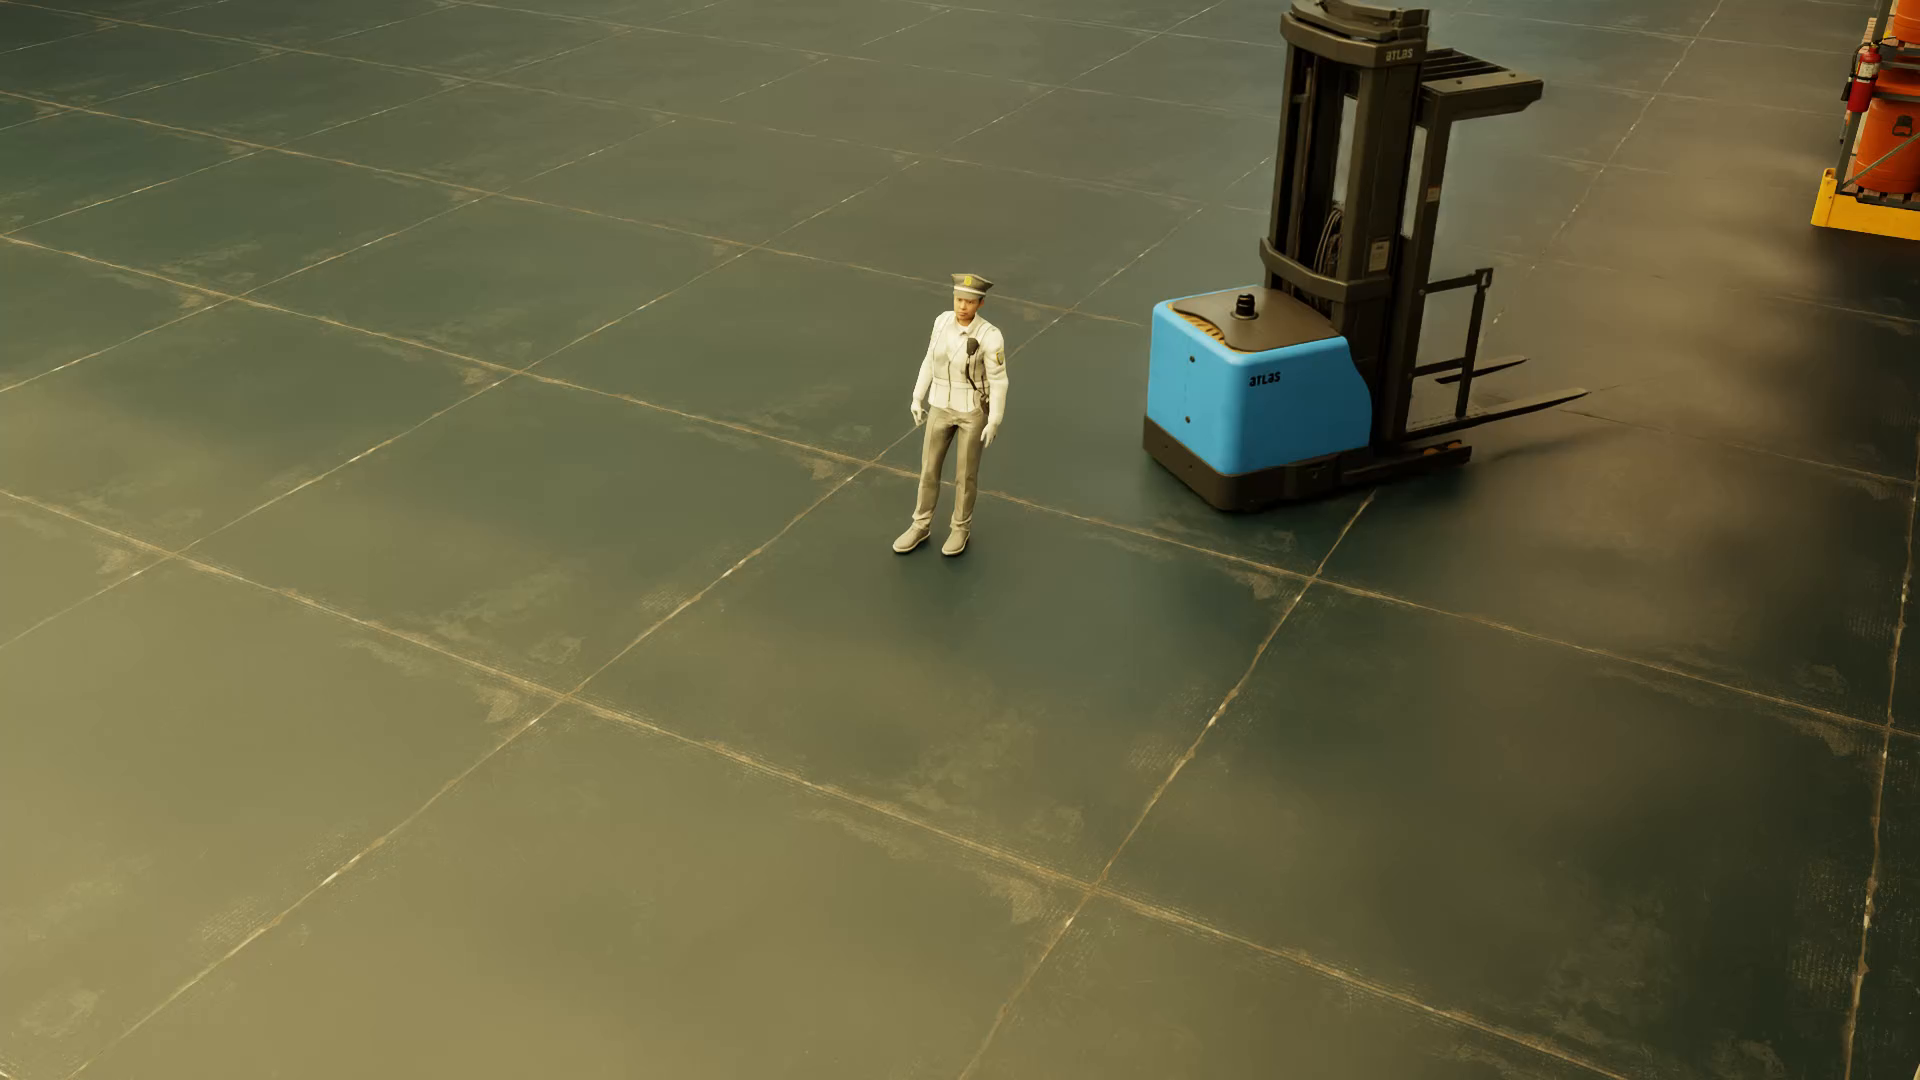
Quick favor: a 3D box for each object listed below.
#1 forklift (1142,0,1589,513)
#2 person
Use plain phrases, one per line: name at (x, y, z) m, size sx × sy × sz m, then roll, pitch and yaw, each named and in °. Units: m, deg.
forklift at (2.759, -1.921, 10.399) m, size 3.031 × 2.935 × 1.130 m, roll -13°, pitch 32°, yaw -21°
person at (-0.038, -0.713, 9.528) m, size 0.588 × 1.696 × 0.533 m, roll 15°, pitch 33°, yaw 25°
